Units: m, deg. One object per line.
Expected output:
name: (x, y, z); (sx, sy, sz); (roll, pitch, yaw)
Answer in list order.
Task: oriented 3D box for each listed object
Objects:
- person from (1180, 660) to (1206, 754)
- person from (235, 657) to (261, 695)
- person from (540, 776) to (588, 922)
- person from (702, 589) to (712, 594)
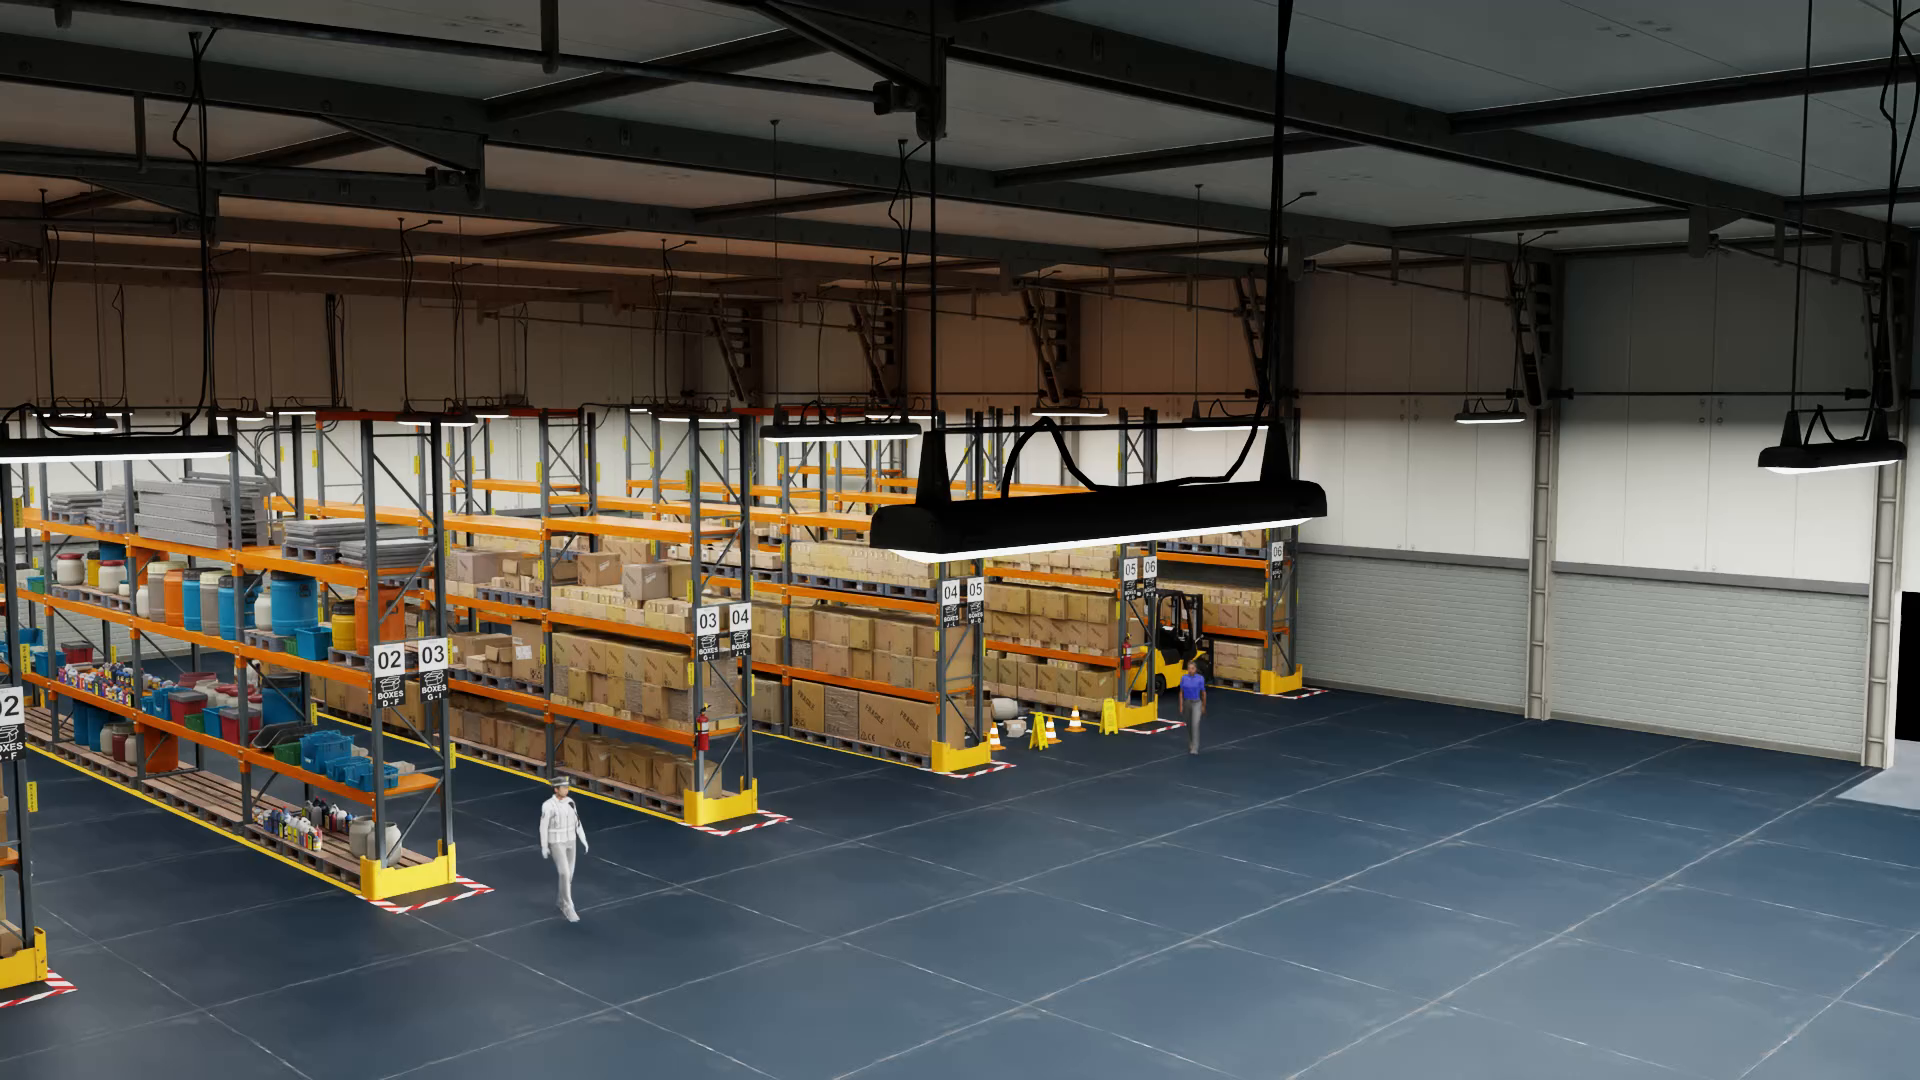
person: (4.094, 2.928, 29.269); (0.466, 1.627, 0.856); (3, 6, 31)
person: (-13.402, 2.766, 31.306); (0.525, 1.597, 0.734); (-3, 6, -34)
person: (-4.749, 3.727, 20.176); (0.644, 1.706, 0.510); (4, 6, 38)
person: (-5.779, 2.030, 38.544); (0.479, 1.792, 0.600); (0, 5, -1)
